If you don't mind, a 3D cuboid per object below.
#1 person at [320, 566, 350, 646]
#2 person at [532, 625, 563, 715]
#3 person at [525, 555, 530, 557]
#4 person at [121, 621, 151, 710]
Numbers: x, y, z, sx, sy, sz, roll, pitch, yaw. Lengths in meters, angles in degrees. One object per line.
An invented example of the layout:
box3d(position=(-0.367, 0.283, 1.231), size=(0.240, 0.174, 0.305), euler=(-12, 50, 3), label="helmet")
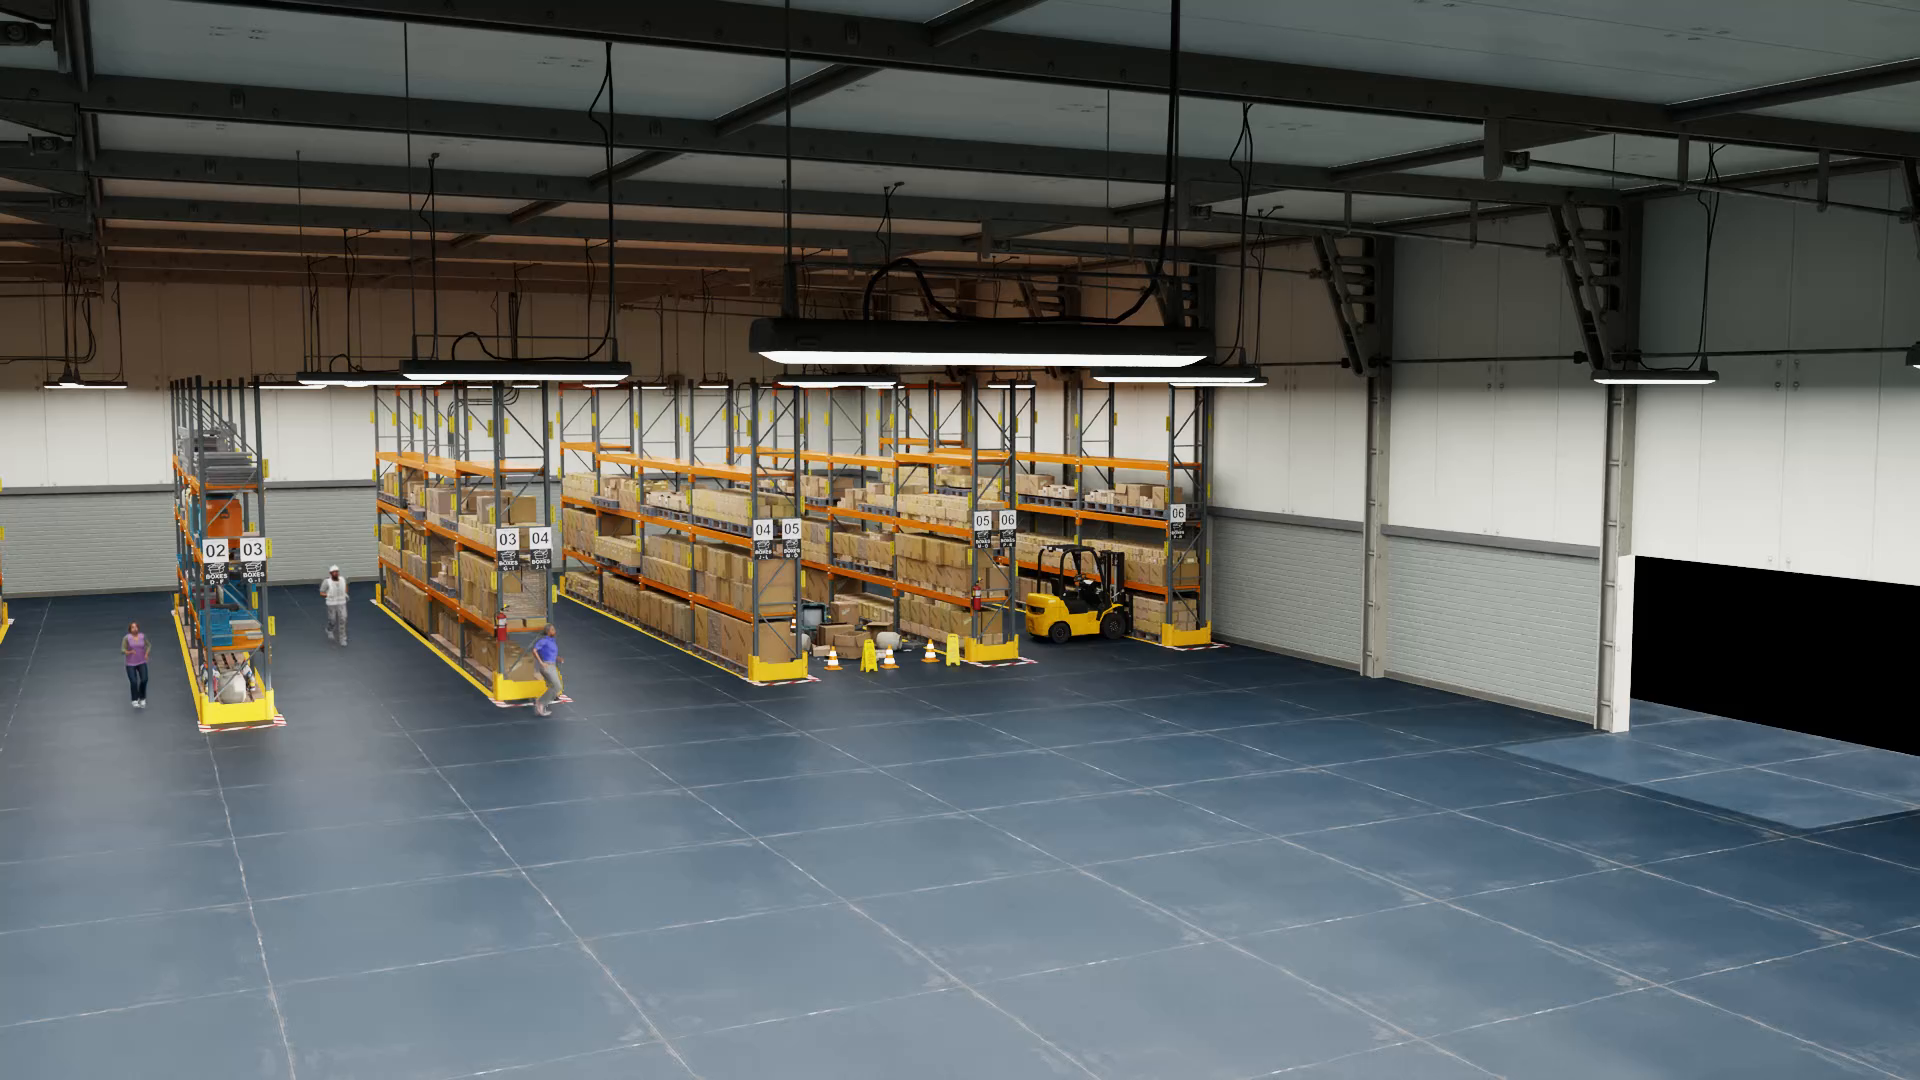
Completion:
box3d(position=(-14.146, 1.473, 37.683), size=(0.682, 1.792, 0.985), euler=(-4, 6, -36), label="person")
box3d(position=(-7.288, 2.298, 29.581), size=(0.503, 1.576, 0.584), euler=(0, 5, 3), label="person")
box3d(position=(-12.195, 0.750, 46.991), size=(0.636, 1.596, 0.539), euler=(0, 5, 2), label="person")
box3d(position=(-14.833, 2.266, 29.977), size=(0.515, 1.604, 0.625), euler=(-3, 6, -33), label="person")
